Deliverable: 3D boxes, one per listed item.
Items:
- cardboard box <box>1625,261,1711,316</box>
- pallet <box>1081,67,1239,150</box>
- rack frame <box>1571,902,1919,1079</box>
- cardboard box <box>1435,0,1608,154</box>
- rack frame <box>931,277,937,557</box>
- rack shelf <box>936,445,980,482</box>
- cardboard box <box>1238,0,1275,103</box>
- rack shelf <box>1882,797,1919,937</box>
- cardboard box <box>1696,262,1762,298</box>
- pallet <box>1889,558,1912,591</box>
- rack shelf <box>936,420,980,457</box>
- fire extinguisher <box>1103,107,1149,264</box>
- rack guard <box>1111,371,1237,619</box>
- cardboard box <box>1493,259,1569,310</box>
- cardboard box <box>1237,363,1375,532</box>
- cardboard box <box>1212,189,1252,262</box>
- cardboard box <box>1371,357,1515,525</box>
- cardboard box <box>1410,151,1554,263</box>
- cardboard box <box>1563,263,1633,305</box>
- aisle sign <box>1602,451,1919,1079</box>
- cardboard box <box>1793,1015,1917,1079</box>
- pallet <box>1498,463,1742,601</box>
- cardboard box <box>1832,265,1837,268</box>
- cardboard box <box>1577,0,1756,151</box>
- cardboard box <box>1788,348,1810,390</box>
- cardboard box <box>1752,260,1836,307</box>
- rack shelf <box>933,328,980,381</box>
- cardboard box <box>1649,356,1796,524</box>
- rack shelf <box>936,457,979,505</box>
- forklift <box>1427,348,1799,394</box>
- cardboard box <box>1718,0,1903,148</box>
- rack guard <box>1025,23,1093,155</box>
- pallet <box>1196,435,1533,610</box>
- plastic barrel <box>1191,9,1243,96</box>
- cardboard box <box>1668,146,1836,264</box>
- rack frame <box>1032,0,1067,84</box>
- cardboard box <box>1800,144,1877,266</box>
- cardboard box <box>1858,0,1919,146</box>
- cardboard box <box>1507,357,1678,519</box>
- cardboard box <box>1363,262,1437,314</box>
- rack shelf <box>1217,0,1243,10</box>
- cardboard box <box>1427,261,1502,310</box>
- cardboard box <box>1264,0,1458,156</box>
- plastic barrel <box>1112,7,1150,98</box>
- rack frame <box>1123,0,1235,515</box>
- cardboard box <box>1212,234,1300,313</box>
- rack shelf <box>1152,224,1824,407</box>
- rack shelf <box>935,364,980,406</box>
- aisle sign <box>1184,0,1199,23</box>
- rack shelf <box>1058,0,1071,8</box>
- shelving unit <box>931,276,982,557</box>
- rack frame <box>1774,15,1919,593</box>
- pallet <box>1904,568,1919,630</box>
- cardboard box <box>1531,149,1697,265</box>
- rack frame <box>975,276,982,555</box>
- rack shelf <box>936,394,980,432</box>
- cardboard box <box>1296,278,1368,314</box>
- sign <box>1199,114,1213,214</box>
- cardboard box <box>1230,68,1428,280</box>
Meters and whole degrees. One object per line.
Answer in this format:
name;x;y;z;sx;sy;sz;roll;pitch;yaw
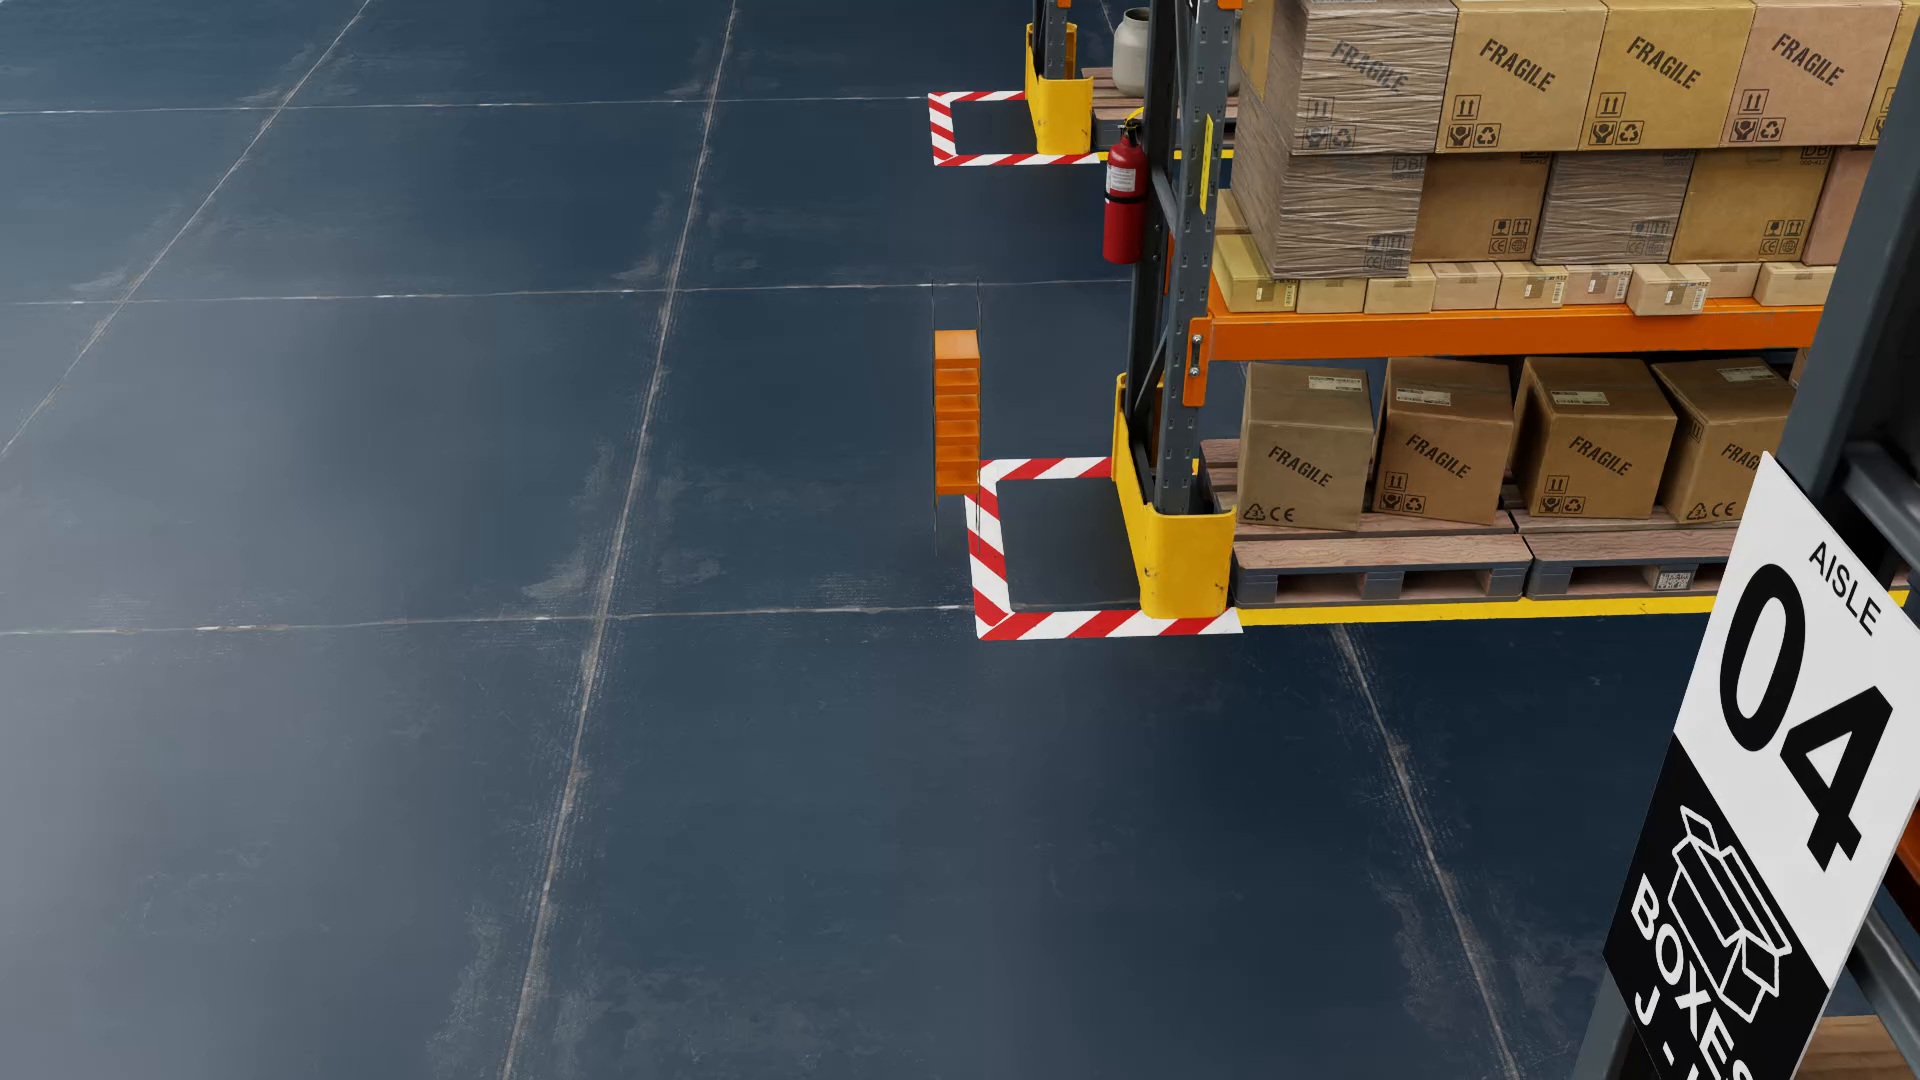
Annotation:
cardboard box;2.619;-0.998;6.277;0.250;0.149;0.380;-2;35;-2
pallet;1.471;-2.960;11.342;1.213;0.211;1.003;-2;35;-2
rack frame;0.954;1.579;2.333;0.127;3.000;1.000;-2;35;-2
cardboard box;1.882;-1.688;5.825;0.500;0.500;0.500;-2;35;-2
rack frame;-0.106;-0.491;6.904;0.006;1.200;0.240;-2;35;-2
rack shelf;-0.015;-0.358;7.002;0.180;0.103;0.258;-2;35;-2
cardboard box;1.358;-1.973;6.238;0.500;0.500;0.500;-2;35;-2
rack shelf;2.952;0.587;1.762;4.000;0.370;1.077;-2;35;-2
cardboard box;2.862;-1.080;6.395;0.250;0.149;0.380;-2;35;-2
pallet;4.146;-0.167;7.305;1.213;0.211;1.003;-2;35;-2
rack shelf;-0.015;-0.456;6.933;0.180;0.103;0.258;-2;35;-2
fire extinguisher;0.684;-1.471;6.807;0.183;0.674;0.296;-2;35;-2
rack guard;0.896;-0.218;7.125;0.348;0.500;1.175;-2;35;-2
cardboard box;2.116;-1.028;6.320;0.250;0.149;0.380;-2;35;-2
cardboard box;1.445;-0.396;7.013;0.500;0.500;0.500;5;35;7
cardboard box;1.095;-1.265;6.663;0.250;0.149;0.380;-2;35;-2
cardboard box;2.040;-0.431;7.065;0.500;0.500;0.500;7;35;10
cardboard box;1.865;-1.488;6.415;0.500;0.500;0.875;-2;35;-2
cardboard box;2.364;-1.050;6.352;0.250;0.149;0.380;-2;35;-2
aisle sign;0.869;0.341;1.837;0.004;0.787;0.394;-2;35;-2
cardboard box;1.326;1.085;1.966;0.550;0.550;0.875;-2;35;-2
pallet;2.925;-0.132;7.255;1.213;0.211;1.003;-2;35;-2
cardboard box;3.364;-1.070;6.381;0.250;0.149;0.380;-2;35;-2
cardboard box;2.382;-1.702;5.845;0.500;0.500;0.500;-2;35;-2
cardboard box;3.842;-0.488;7.147;0.500;0.500;0.500;9;36;13
cardboard box;3.116;-1.043;6.342;0.250;0.149;0.380;-2;35;-2
rack shelf;-0.015;-0.752;6.728;0.180;0.103;0.258;-2;35;-2
cardboard box;3.226;-0.427;7.059;0.500;0.500;0.500;-4;35;-6
rack shelf;-0.015;-0.259;7.070;0.180;0.103;0.258;-2;35;-2
forklift;3.752;-2.190;7.840;3.031;2.935;1.130;-1;35;-2
cardboard box;2.881;-1.719;5.870;0.500;0.500;0.500;-2;35;-2
rack guard;0.659;-3.060;11.232;0.348;0.500;1.175;-2;35;-2
pallet;1.709;-0.101;7.210;1.213;0.211;1.003;-2;35;-2
plastic barrel;1.740;-3.283;11.176;0.421;0.512;0.421;0;35;0
cardboard box;2.866;-1.484;6.409;0.500;0.500;0.875;-2;35;-2
rack frame;0.586;-4.059;10.479;0.127;3.000;1.000;-2;35;-2
cardboard box;3.367;-1.474;6.394;0.500;0.500;0.875;-2;35;-2
cardboard box;3.380;-1.730;5.886;0.500;0.500;0.500;-2;35;-2
cardboard box;2.666;-0.437;7.074;0.500;0.500;0.500;2;35;2
cardboard box;1.617;-1.007;6.289;0.250;0.149;0.380;-2;35;-2
rack shelf;2.818;-2.235;5.840;4.000;0.370;1.077;-2;35;-2
cardboard box;1.866;-1.025;6.316;0.250;0.149;0.380;-2;35;-2
cardboard box;1.382;-1.678;5.811;0.500;0.500;0.500;-2;35;-2
plastic barrel;1.239;-3.270;11.156;0.421;0.512;0.421;0;35;0
rack frame;0.820;-1.244;6.411;0.127;3.000;1.000;-2;35;-2
cardboard box;1.116;-1.012;6.298;0.250;0.149;0.380;-2;35;-2
rack shelf;2.818;-1.002;6.694;4.000;0.370;1.077;-2;35;-2
rack shelf;-0.015;-0.654;6.797;0.180;0.103;0.258;-2;35;-2
aisle sign;0.772;-2.140;5.422;0.004;0.787;0.394;-2;35;-2
rack shelf;2.583;-3.817;10.762;4.000;0.370;1.077;-2;35;-2
shelving unit;-0.015;-0.493;6.908;0.189;1.200;0.258;-2;35;-2
rack frame;0.954;-0.888;0.626;0.127;3.000;1.000;-2;35;-2
pallet;1.694;0.356;1.542;1.213;0.211;1.003;-2;35;-2
cardboard box;2.366;-1.477;6.399;0.500;0.500;0.875;-2;35;-2
rack frame;0.077;-0.496;6.911;0.006;1.200;0.240;-2;35;-2
rack shelf;-0.015;-0.555;6.865;0.180;0.103;0.258;-2;35;-2
cardboard box;1.367;-1.008;6.292;0.250;0.149;0.380;-2;35;-2
sign;0.846;-1.291;5.719;0.005;0.325;0.100;-2;35;-2
cardboard box;1.371;-1.406;6.297;0.500;0.500;0.875;-2;35;-2
